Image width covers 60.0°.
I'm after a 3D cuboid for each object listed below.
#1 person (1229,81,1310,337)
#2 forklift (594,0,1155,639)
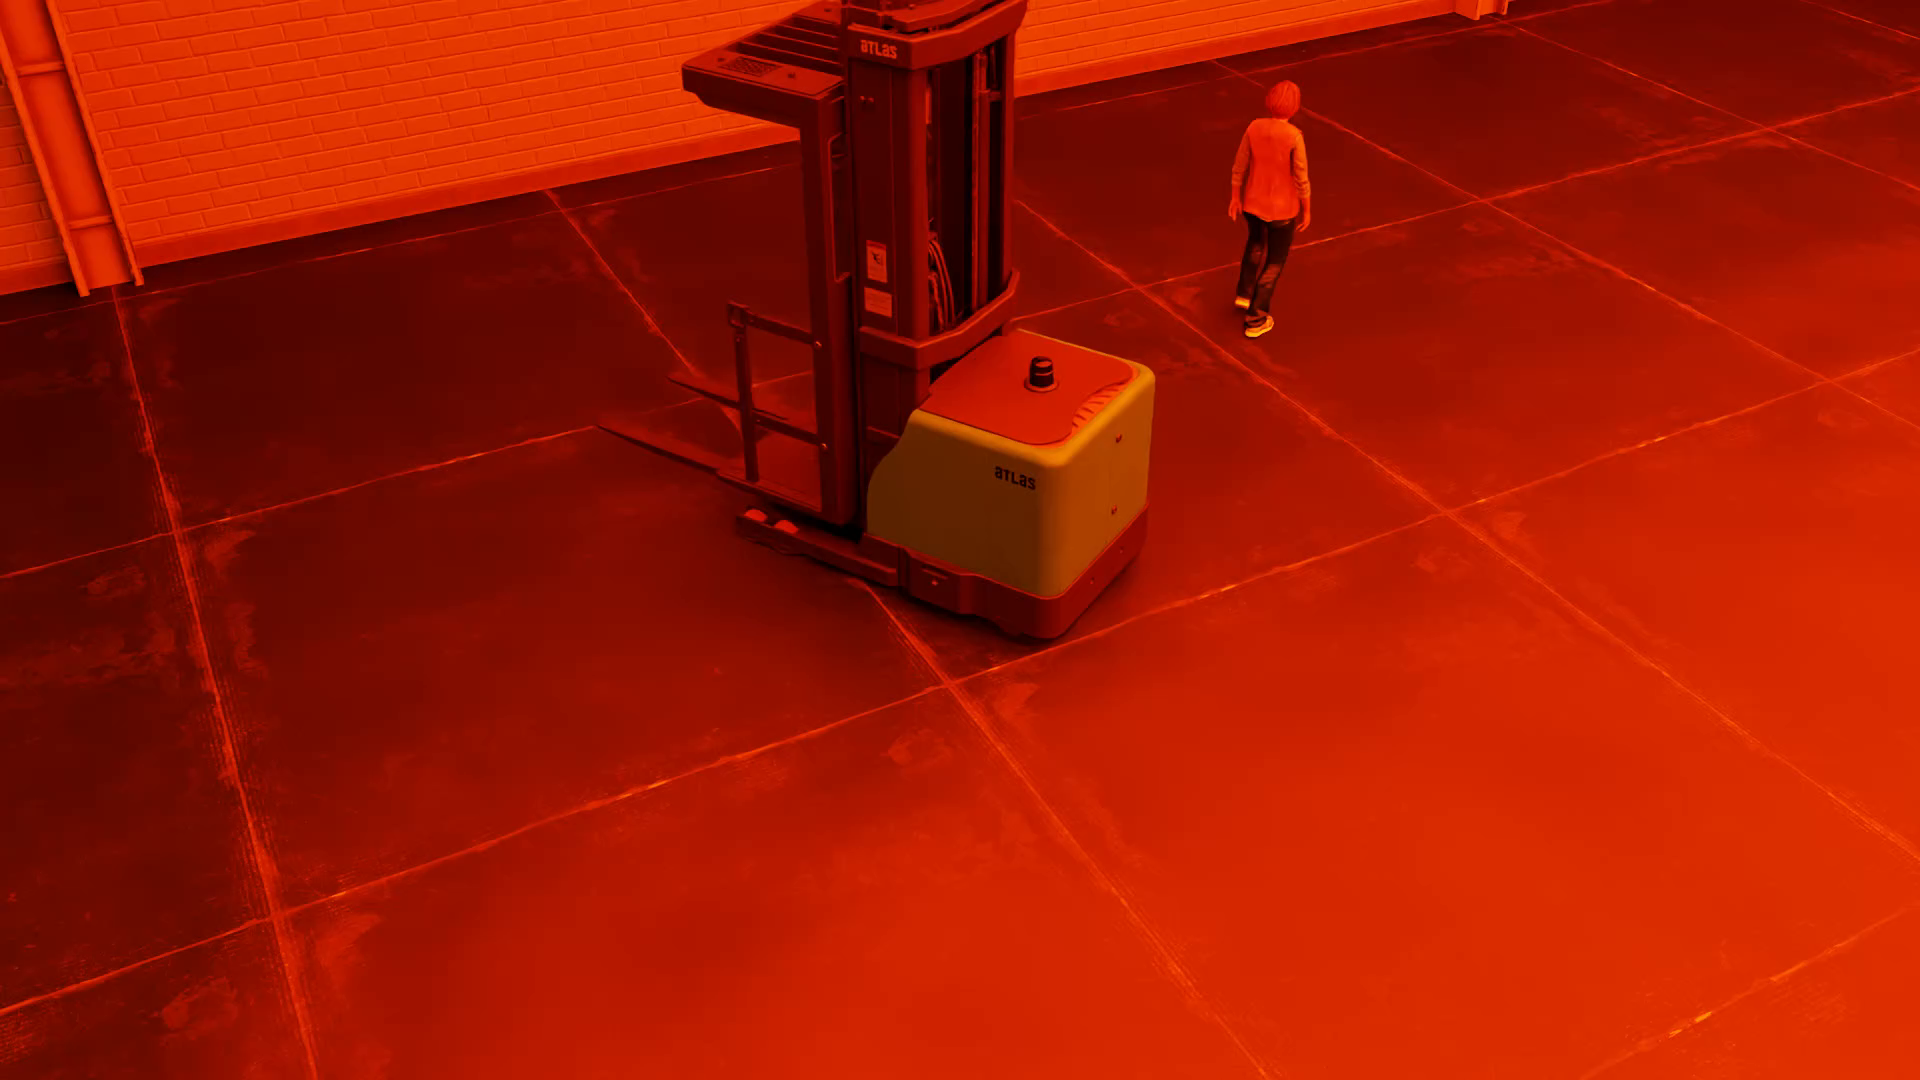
[{"bbox_3d":[1.904,-2.012,10.188,0.514,1.627,0.490,26,43,32],"label":"person"},{"bbox_3d":[-0.568,-1.367,8.056,3.031,2.935,1.130,20,40,26],"label":"forklift"}]
